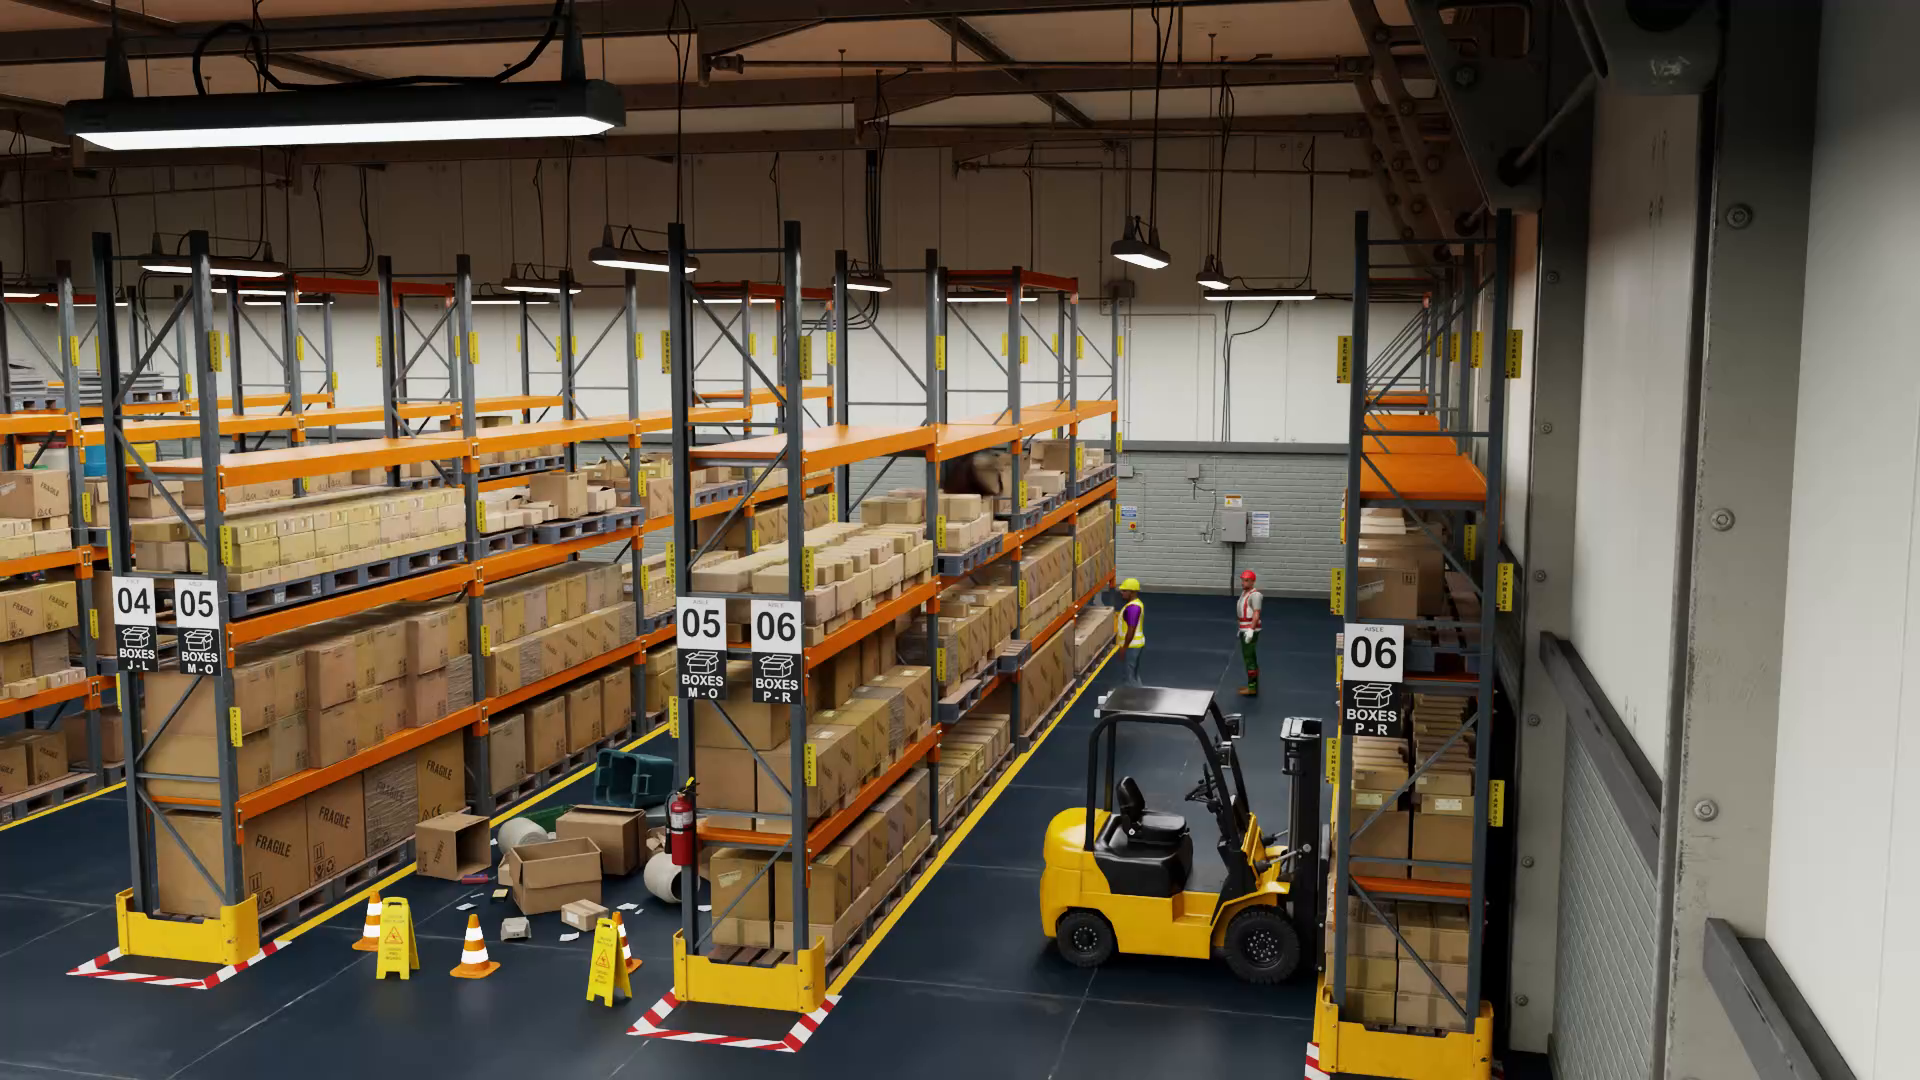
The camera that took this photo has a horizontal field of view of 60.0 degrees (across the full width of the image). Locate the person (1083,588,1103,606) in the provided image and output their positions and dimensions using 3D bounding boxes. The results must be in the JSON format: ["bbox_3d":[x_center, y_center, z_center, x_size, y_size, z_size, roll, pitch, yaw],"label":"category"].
[{"bbox_3d":[2.243,0.762,29.265,0.765,1.648,0.514,-5,9,-35],"label":"person"}]

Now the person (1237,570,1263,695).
[{"bbox_3d":[4.189,1.332,24.107,0.352,1.789,0.579,0,7,1],"label":"person"}]

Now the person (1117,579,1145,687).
[{"bbox_3d":[2.182,1.377,21.398,0.387,1.767,0.594,2,7,17],"label":"person"}]
